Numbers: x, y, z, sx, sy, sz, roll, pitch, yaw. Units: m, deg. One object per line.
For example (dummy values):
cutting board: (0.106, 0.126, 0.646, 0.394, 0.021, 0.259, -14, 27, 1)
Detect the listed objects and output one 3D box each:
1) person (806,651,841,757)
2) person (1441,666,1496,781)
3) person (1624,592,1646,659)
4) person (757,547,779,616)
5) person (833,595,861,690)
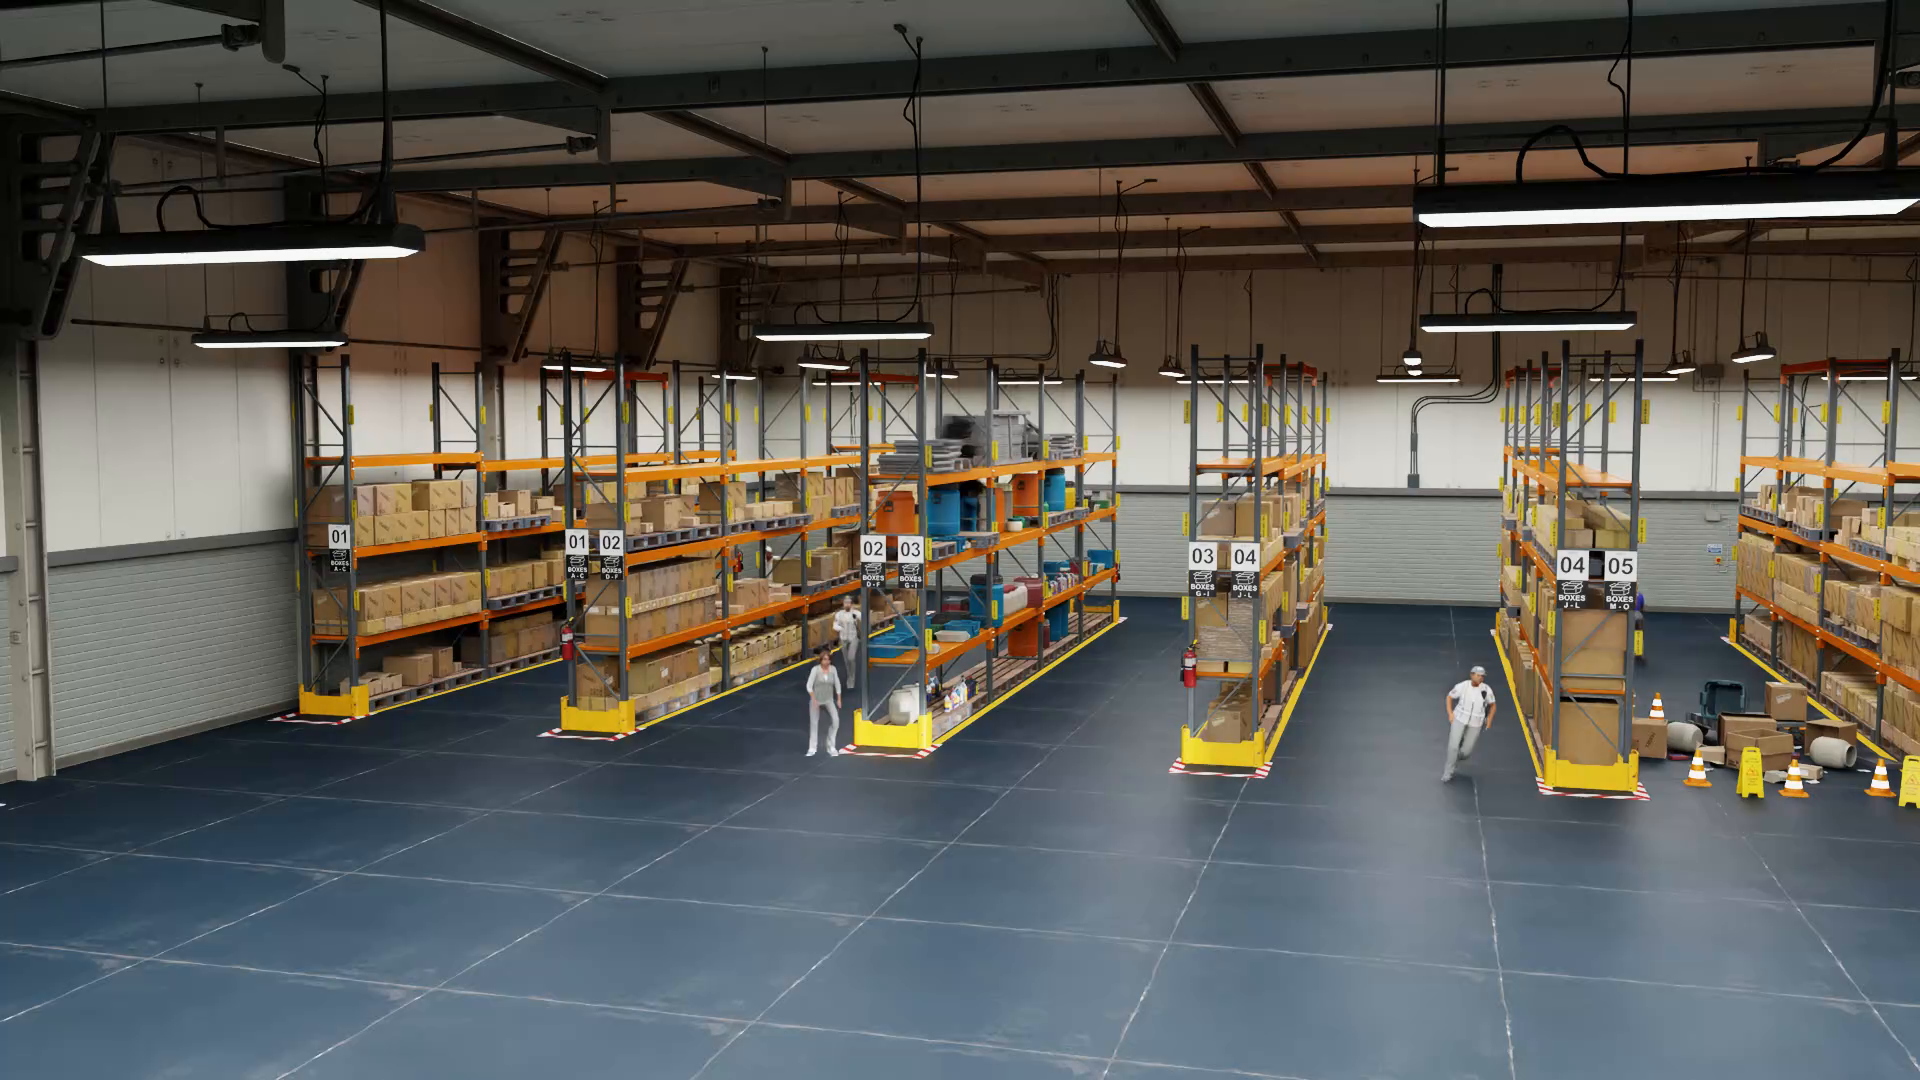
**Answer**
person: (-2.003, 2.393, 24.392, 0.539, 1.575, 0.542, -2, 5, -21)
person: (7.007, 2.502, 22.930, 0.726, 1.577, 0.628, 1, 4, 10)
person: (13.823, 1.654, 34.173, 0.569, 1.607, 0.936, 0, 4, 0)
person: (-4.751, 1.010, 41.758, 0.675, 1.736, 0.887, 1, 4, 11)
person: (-2.038, 1.870, 30.577, 0.560, 1.739, 0.811, 1, 4, 12)
